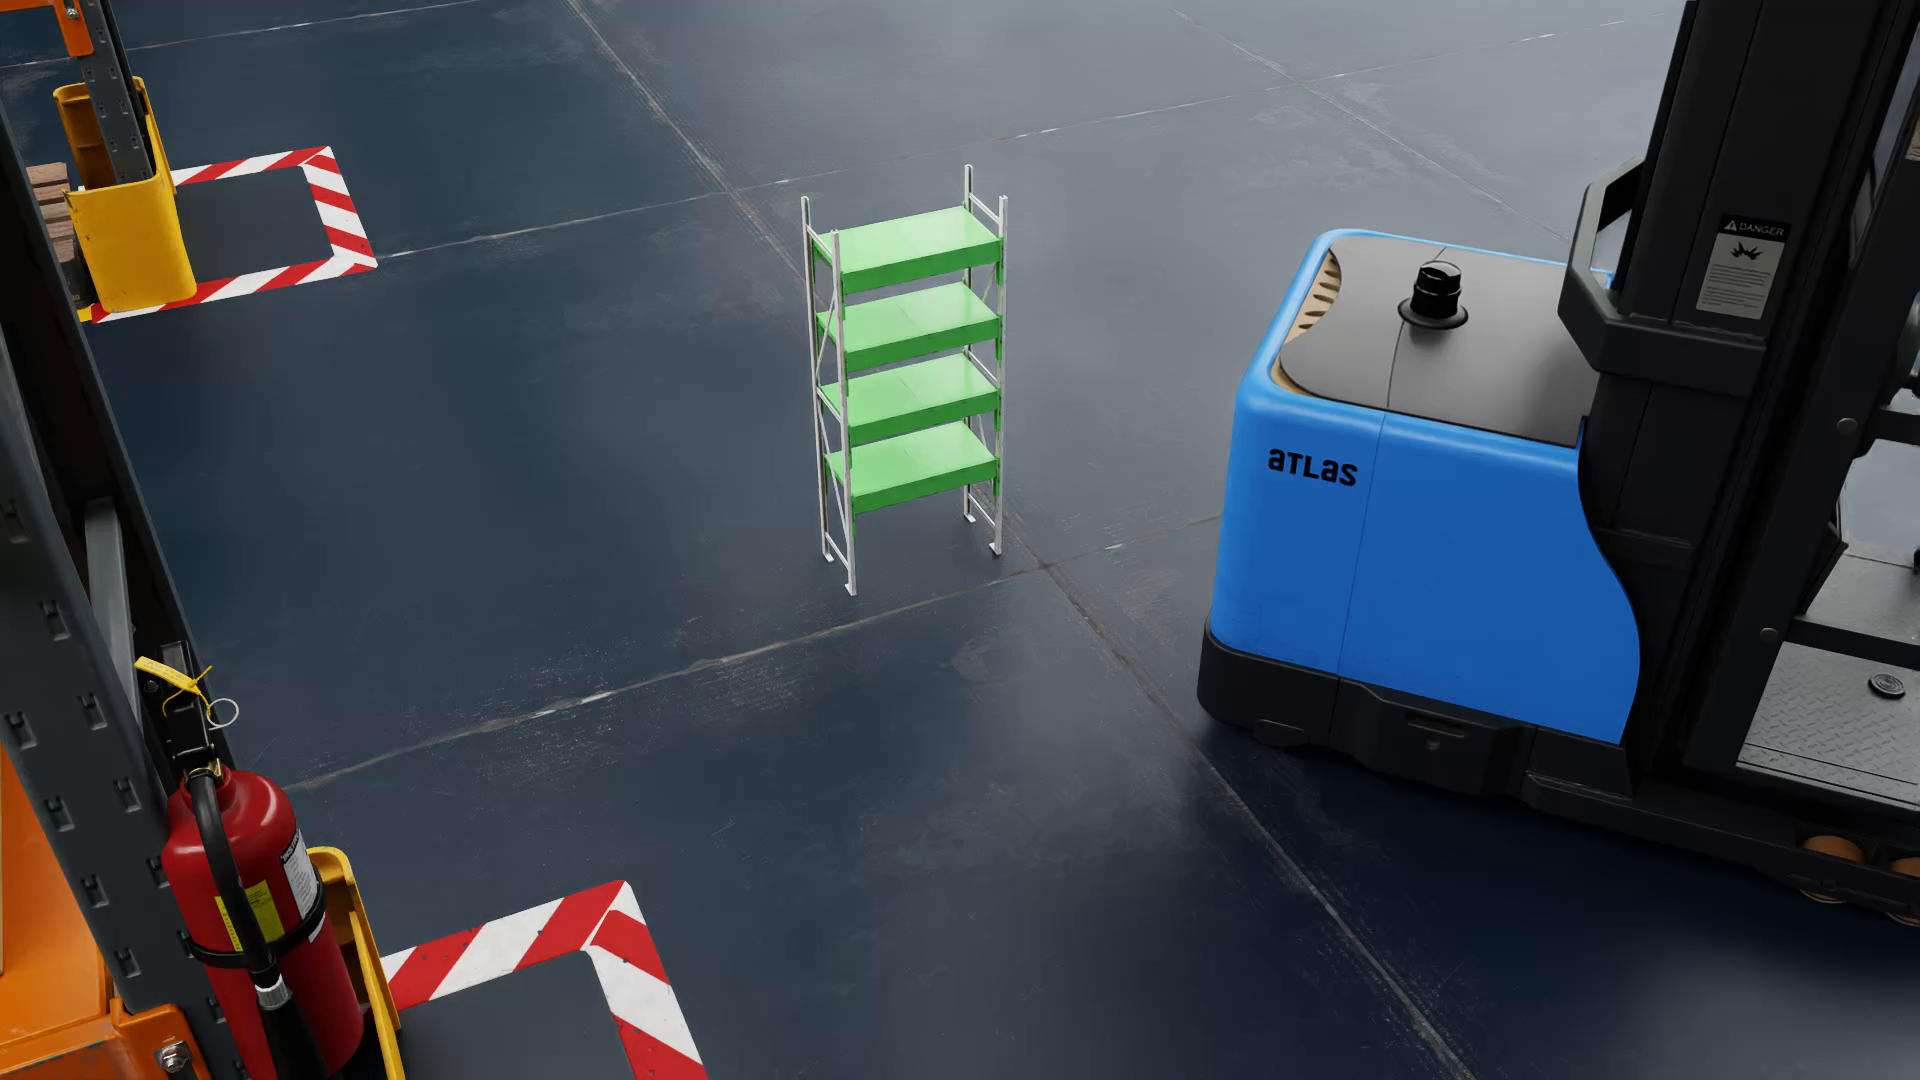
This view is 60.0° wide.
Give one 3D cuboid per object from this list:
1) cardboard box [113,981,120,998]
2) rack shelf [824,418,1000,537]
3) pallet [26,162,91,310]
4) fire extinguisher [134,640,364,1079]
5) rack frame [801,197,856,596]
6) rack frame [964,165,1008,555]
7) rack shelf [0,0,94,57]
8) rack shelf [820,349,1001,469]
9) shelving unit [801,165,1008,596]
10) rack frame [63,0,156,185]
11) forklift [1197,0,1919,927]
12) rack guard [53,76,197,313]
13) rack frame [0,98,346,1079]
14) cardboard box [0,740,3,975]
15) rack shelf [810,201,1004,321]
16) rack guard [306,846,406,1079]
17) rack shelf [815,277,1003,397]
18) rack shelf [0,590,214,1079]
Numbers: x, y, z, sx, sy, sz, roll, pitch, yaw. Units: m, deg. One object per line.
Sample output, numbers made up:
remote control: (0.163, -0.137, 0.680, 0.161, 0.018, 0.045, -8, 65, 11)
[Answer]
cardboard box: (-1.827, 1.151, 3.135, 0.500, 0.250, 0.500, -16, 39, -20)
rack shelf: (-0.150, -0.196, 5.017, 0.480, 0.148, 0.258, -16, 39, -20)
pallet: (-4.134, -1.105, 6.563, 1.213, 0.211, 1.003, -16, 39, -20)
fire extinguisher: (-0.942, 0.452, 2.188, 0.183, 0.674, 0.296, -16, 39, -20)
rack frame: (-0.371, -0.378, 4.753, 0.015, 1.200, 0.240, -16, 39, -20)
rack frame: (0.071, -0.502, 4.919, 0.015, 1.200, 0.240, -16, 39, -20)
rack shelf: (-5.158, -1.677, 5.597, 4.000, 0.370, 1.077, -16, 39, -20)
rack shelf: (-0.150, -0.389, 4.874, 0.480, 0.148, 0.258, -16, 39, -20)
shelving unit: (-0.150, -0.440, 4.836, 0.503, 1.200, 0.258, -16, 39, -20)
rack frame: (-3.348, -2.472, 6.065, 0.127, 3.000, 1.000, -16, 39, -20)
forklift: (2.218, -0.609, 3.611, 3.031, 2.935, 1.130, 13, 39, 17)
rack guard: (-3.397, -1.424, 6.750, 0.348, 0.500, 1.175, -16, 39, -20)
rack frame: (-1.247, 0.200, 2.463, 0.127, 3.000, 1.000, -16, 39, -20)
cardboard box: (-1.675, 0.271, 2.283, 0.500, 0.500, 0.700, -16, 39, -20)
rack shelf: (-0.150, -0.774, 4.588, 0.480, 0.148, 0.258, -16, 39, -20)
rack guard: (-1.225, 1.198, 3.216, 0.348, 0.500, 1.175, -16, 39, -20)
rack shelf: (-0.150, -0.581, 4.731, 0.480, 0.148, 0.258, -16, 39, -20)
rack shelf: (-3.057, 0.995, 1.994, 4.000, 0.370, 1.077, -16, 39, -20)
